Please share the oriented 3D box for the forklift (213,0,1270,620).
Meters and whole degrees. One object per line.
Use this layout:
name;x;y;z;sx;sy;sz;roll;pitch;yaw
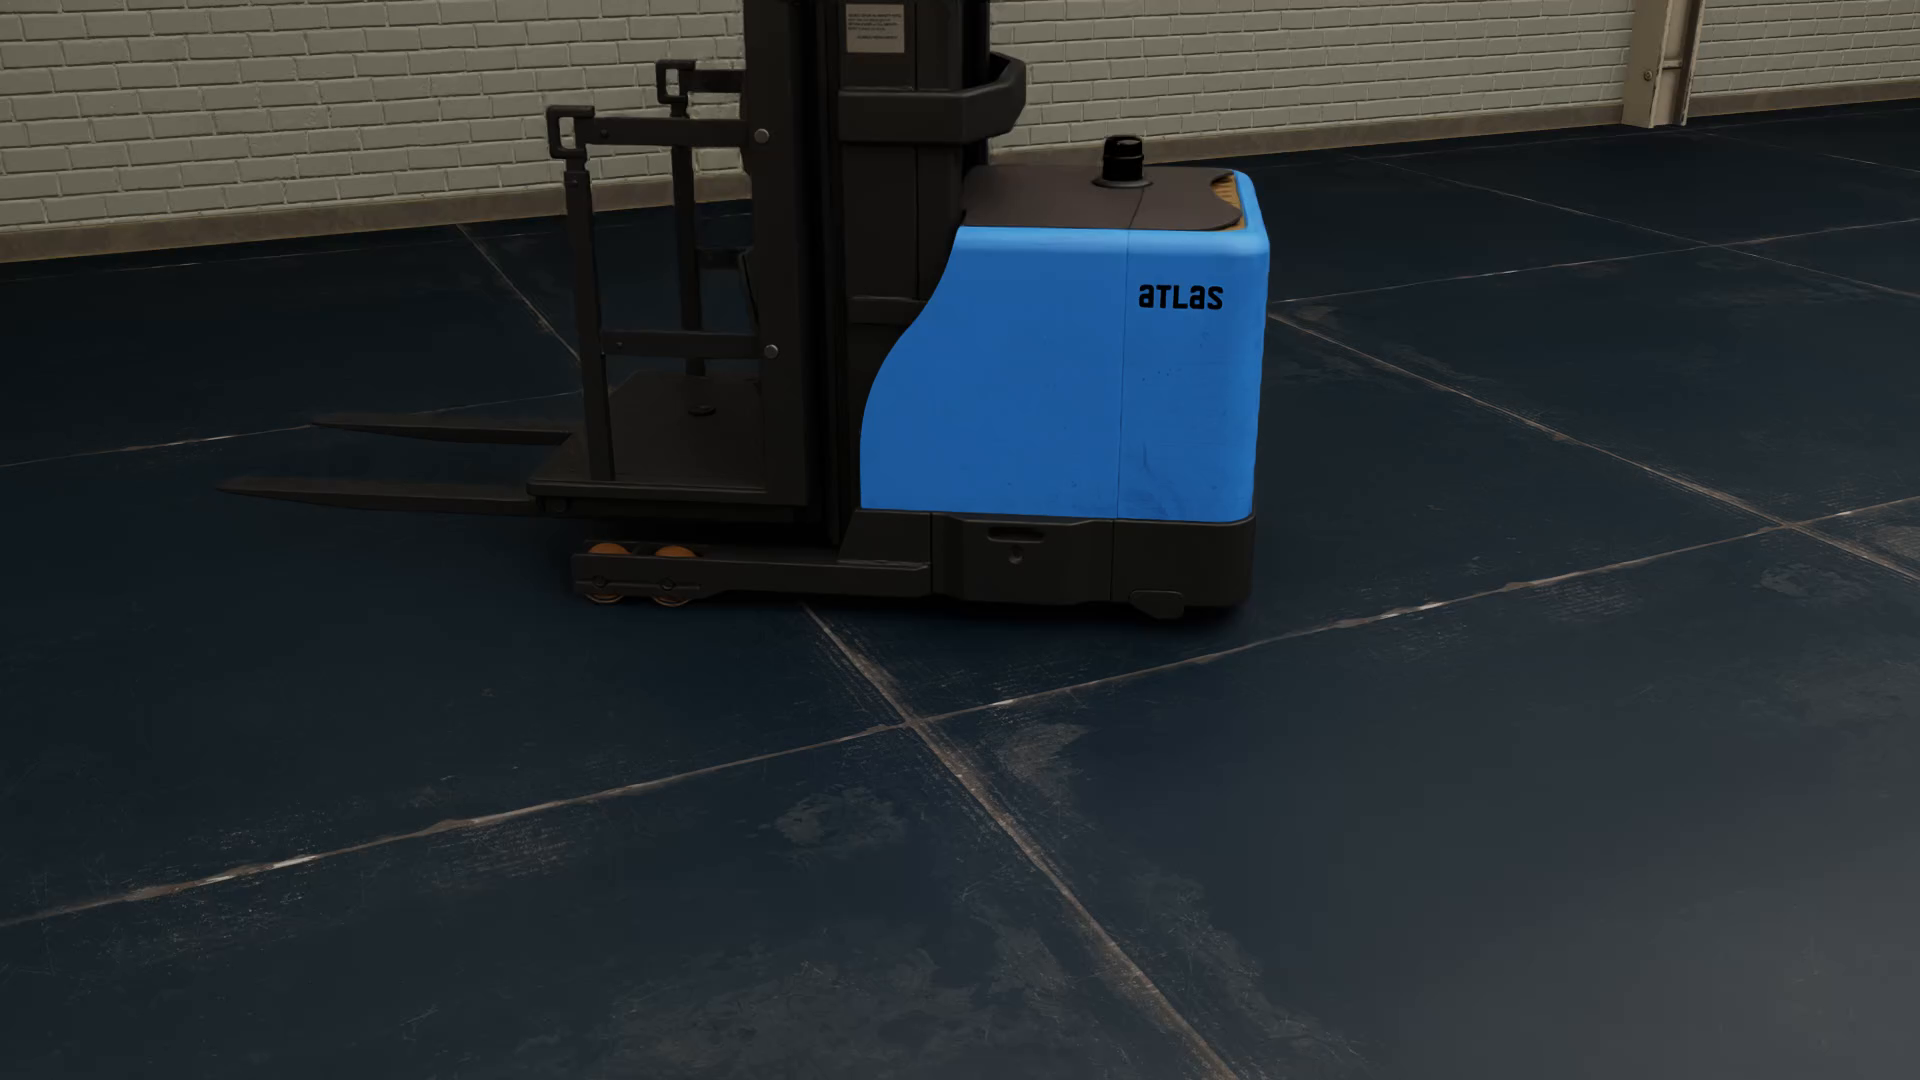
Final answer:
forklift;-0.663;-1.365;4.573;3.031;2.935;1.130;2;23;6
